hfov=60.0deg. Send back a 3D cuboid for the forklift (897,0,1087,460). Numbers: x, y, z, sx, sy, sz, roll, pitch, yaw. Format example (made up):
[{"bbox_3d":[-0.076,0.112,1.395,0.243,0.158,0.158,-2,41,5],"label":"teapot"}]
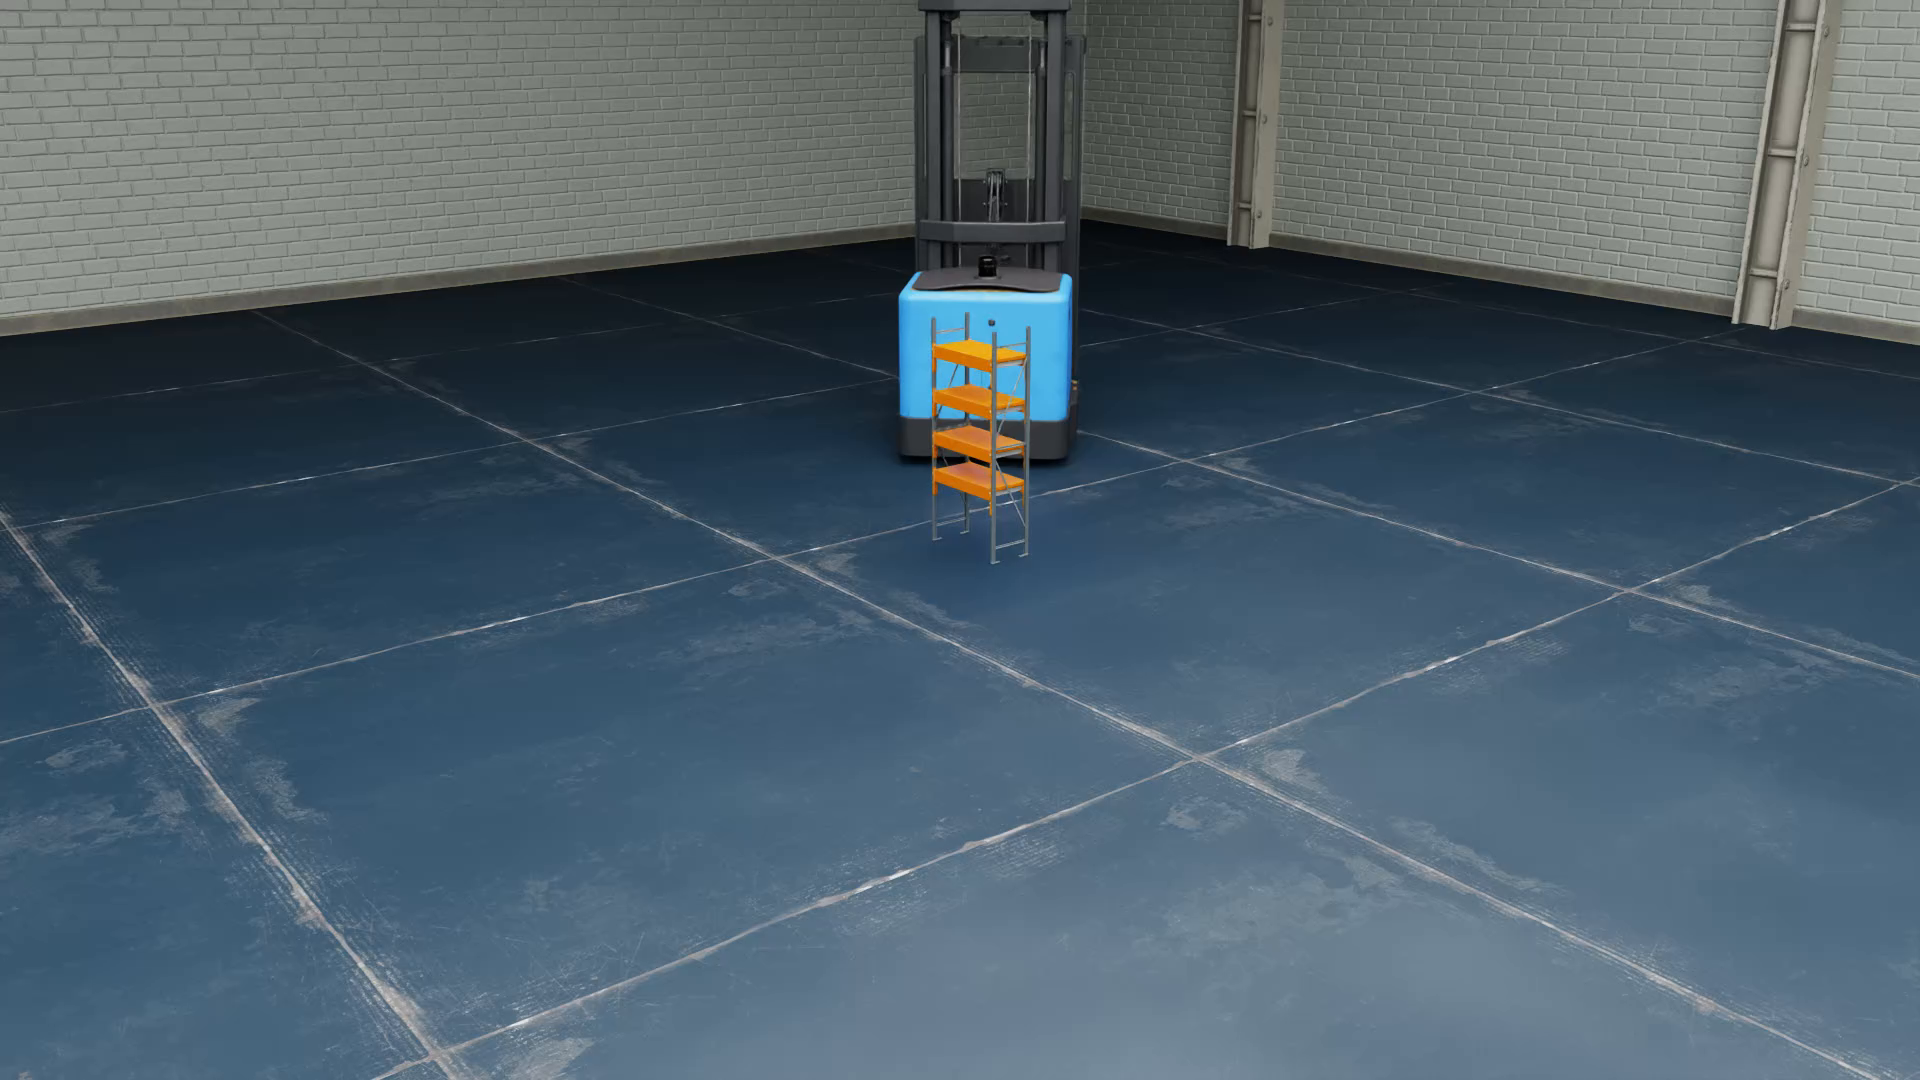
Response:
[{"bbox_3d":[0.271,-2.298,11.140,1.130,2.935,3.031,2,18,5],"label":"forklift"}]

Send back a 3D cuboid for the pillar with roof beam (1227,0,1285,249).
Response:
[{"bbox_3d":[-0.072,-6.803,15.091,9.100,9.000,0.400,-14,23,-36],"label":"pillar with roof beam"}]

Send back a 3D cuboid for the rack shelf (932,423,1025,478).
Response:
[{"bbox_3d":[0.103,-0.465,8.572,0.258,0.148,0.480,-14,23,-36],"label":"rack shelf"}]

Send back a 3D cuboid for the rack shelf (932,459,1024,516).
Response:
[{"bbox_3d":[0.103,-0.276,8.634,0.258,0.148,0.480,-14,23,-36],"label":"rack shelf"}]

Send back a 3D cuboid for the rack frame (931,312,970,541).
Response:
[{"bbox_3d":[-0.049,-0.589,8.732,0.240,1.200,0.015,-14,23,-36],"label":"rack frame"}]

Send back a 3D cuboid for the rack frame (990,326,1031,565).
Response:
[{"bbox_3d":[0.254,-0.469,8.369,0.240,1.200,0.015,-14,23,-36],"label":"rack frame"}]

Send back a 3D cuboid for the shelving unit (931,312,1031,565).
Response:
[{"bbox_3d":[0.103,-0.529,8.551,0.258,1.200,0.503,-14,23,-36],"label":"shelving unit"}]

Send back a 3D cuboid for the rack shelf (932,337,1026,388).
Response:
[{"bbox_3d":[0.103,-0.902,8.427,0.258,0.148,0.480,-14,23,-36],"label":"rack shelf"}]

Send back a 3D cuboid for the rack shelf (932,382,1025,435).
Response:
[{"bbox_3d":[0.103,-0.677,8.502,0.258,0.148,0.480,-14,23,-36],"label":"rack shelf"}]

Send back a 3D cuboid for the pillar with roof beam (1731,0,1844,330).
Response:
[{"bbox_3d":[3.653,-5.324,10.626,9.100,9.000,0.400,-14,23,-36],"label":"pillar with roof beam"}]
